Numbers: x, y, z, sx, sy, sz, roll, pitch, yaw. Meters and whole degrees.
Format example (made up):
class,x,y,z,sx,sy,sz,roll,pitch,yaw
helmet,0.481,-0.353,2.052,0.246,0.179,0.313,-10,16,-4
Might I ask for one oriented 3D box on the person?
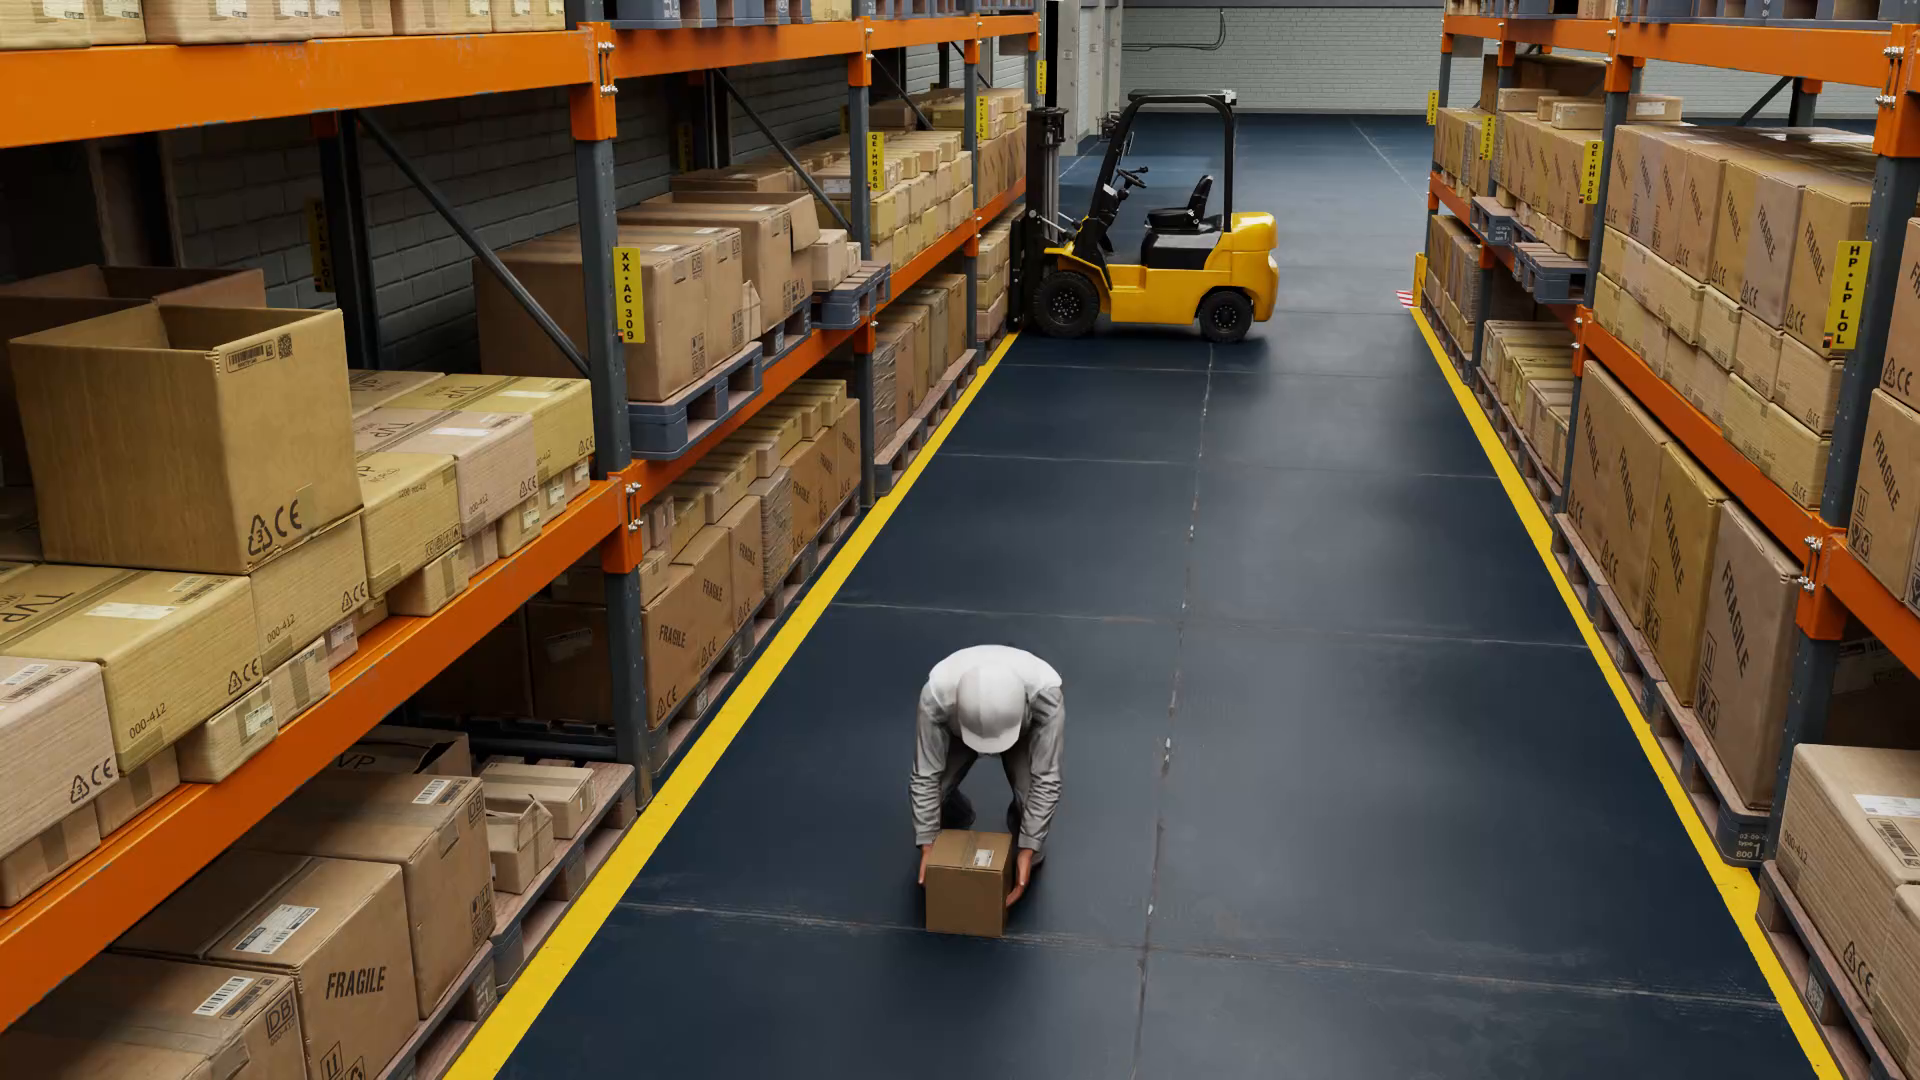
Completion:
class,x,y,z,sx,sy,sz,roll,pitch,yaw
person,0.098,0.719,5.681,0.538,0.916,0.914,3,18,9
